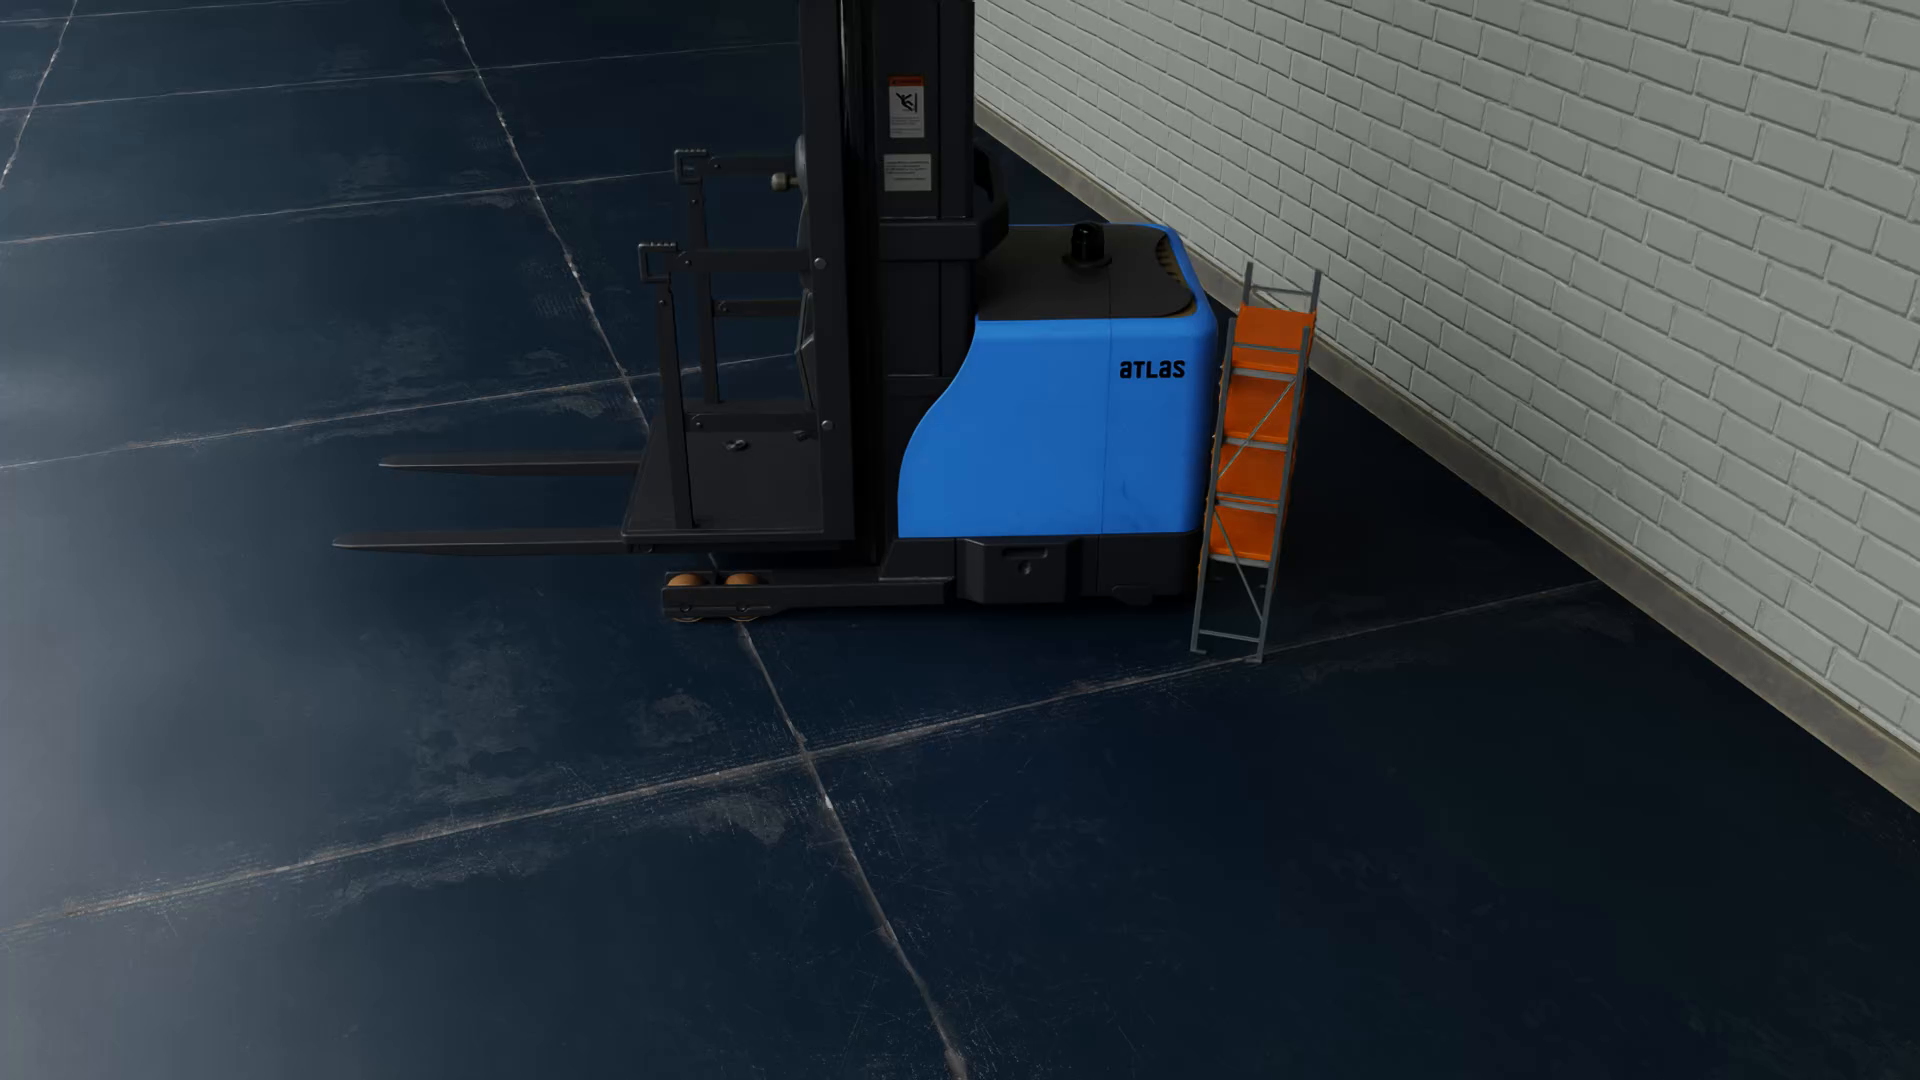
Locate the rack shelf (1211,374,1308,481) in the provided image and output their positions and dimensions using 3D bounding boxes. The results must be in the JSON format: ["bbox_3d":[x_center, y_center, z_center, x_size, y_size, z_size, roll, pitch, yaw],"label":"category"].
[{"bbox_3d":[0.972,-0.382,5.385,0.258,0.148,0.480,9,31,12],"label":"rack shelf"}]

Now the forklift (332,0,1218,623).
[{"bbox_3d":[-0.680,-1.254,5.490,3.031,2.935,1.130,-1,30,-2],"label":"forklift"}]

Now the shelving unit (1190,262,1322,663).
[{"bbox_3d":[0.968,-0.247,5.463,0.258,1.200,0.503,9,31,12],"label":"shelving unit"}]

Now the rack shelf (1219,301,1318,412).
[{"bbox_3d":[0.979,-0.587,5.266,0.258,0.148,0.480,9,31,12],"label":"rack shelf"}]

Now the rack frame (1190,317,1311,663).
[{"bbox_3d":[0.907,-0.130,5.258,0.240,1.200,0.015,9,31,12],"label":"rack frame"}]

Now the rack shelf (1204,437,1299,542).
[{"bbox_3d":[0.966,-0.189,5.497,0.258,0.148,0.480,9,31,12],"label":"rack shelf"}]

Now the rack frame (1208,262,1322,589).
[{"bbox_3d":[1.029,-0.364,5.668,0.240,1.200,0.015,9,31,12],"label":"rack frame"}]

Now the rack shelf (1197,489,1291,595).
[{"bbox_3d":[0.960,-0.017,5.596,0.258,0.148,0.480,9,31,12],"label":"rack shelf"}]
